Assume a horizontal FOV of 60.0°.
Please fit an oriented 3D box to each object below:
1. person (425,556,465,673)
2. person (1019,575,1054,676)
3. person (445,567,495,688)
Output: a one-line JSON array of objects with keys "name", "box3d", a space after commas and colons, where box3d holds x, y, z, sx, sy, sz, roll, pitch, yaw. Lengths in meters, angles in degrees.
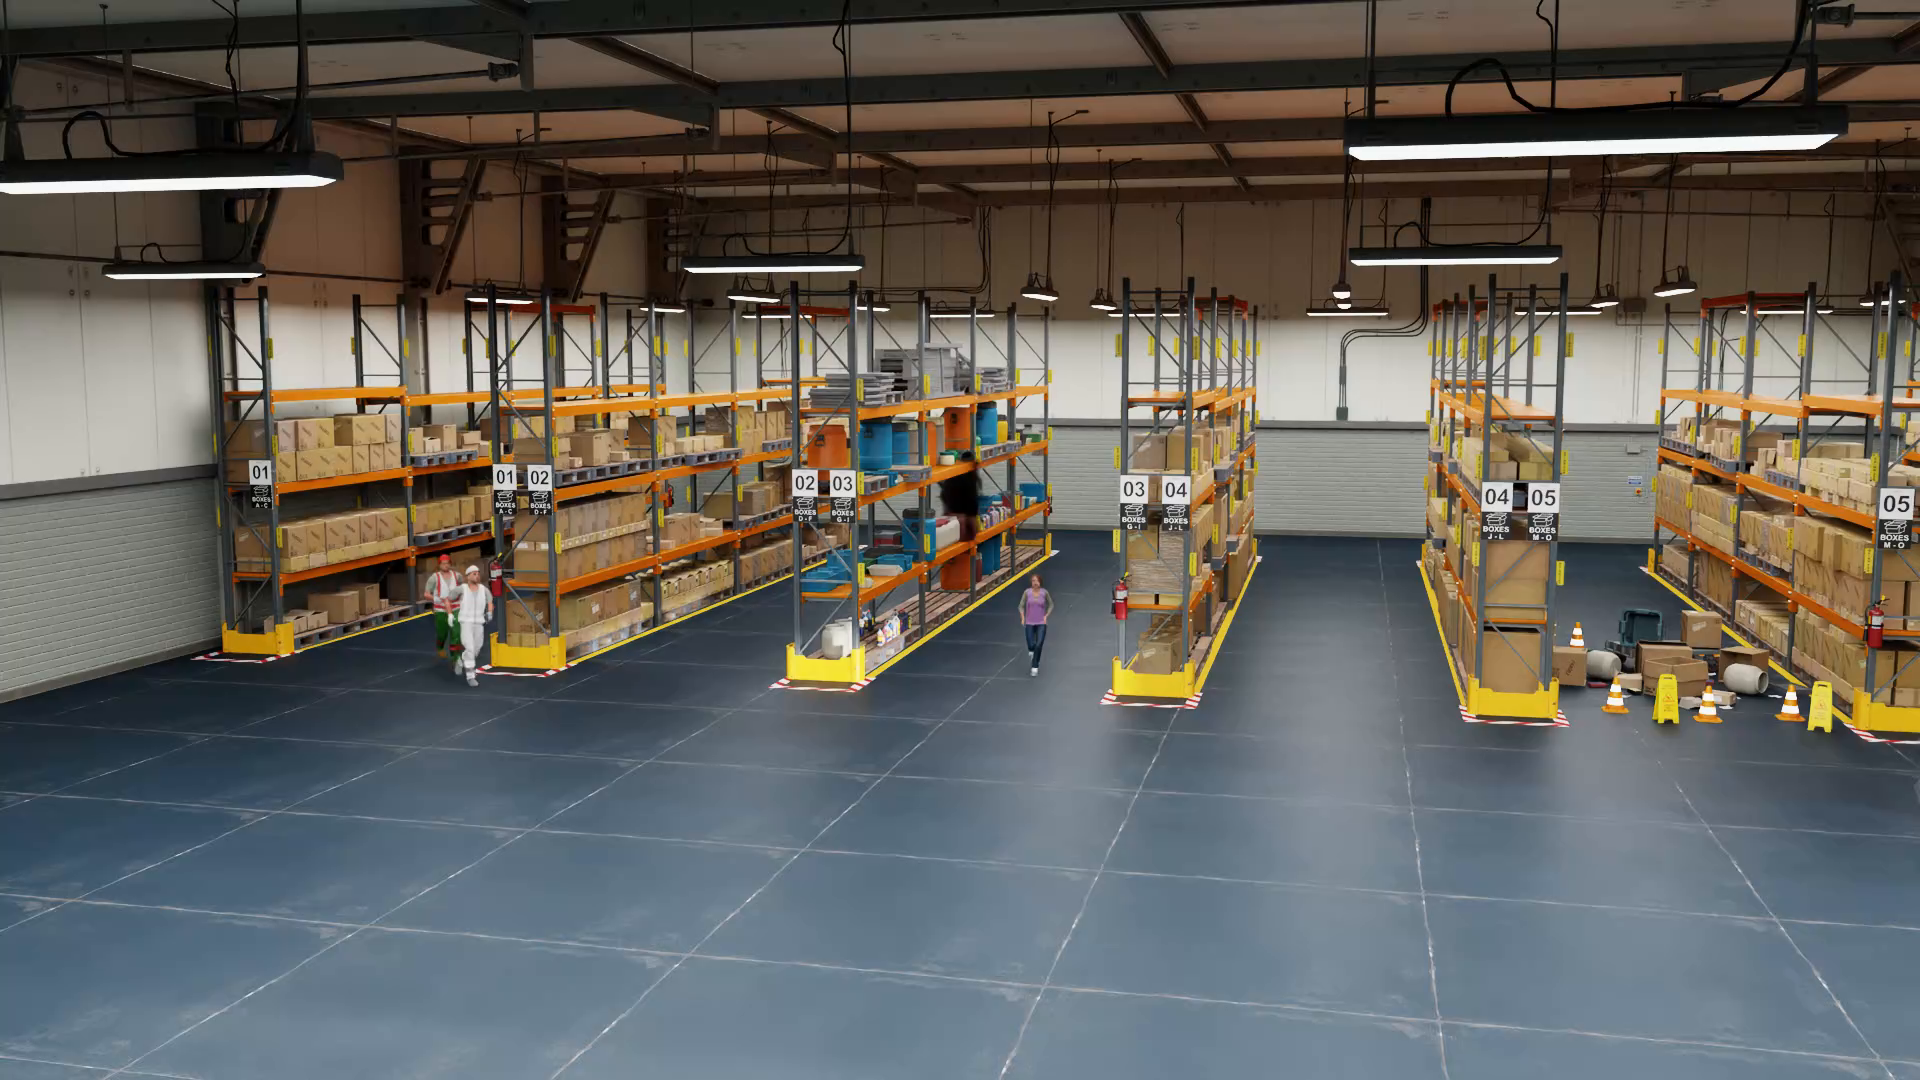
[{"name": "person", "box3d": [-8.031, 1.131, 26.051, 0.656, 1.789, 0.956, -4, 7, -28]}, {"name": "person", "box3d": [1.175, 1.305, 25.662, 0.542, 1.554, 0.532, 0, 7, 2]}, {"name": "person", "box3d": [-7.303, 1.284, 24.951, 0.714, 1.762, 0.740, -5, 8, -37]}]
